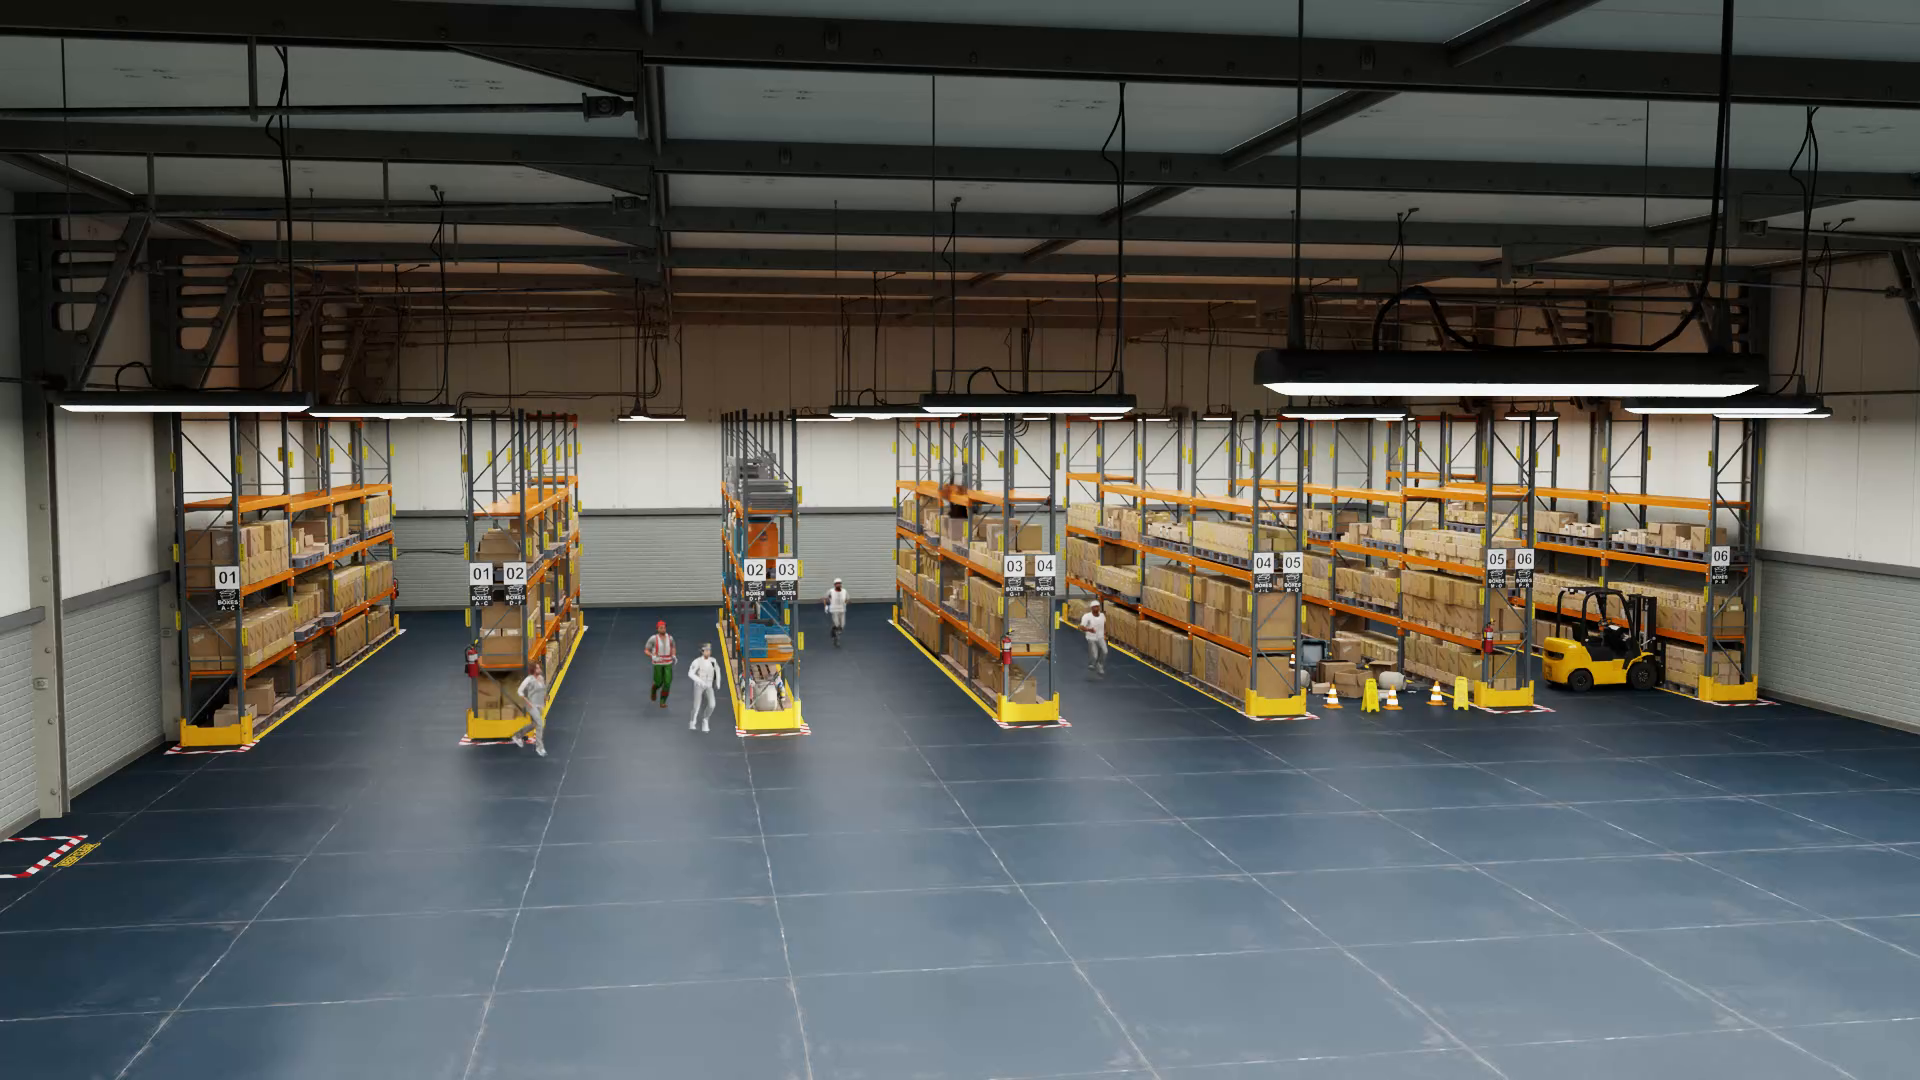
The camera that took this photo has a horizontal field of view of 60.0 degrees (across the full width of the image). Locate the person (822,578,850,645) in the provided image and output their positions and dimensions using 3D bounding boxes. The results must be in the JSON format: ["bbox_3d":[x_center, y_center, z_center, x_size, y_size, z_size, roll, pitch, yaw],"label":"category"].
[{"bbox_3d":[-3.129,1.857,42.713,0.667,1.741,0.638,-2,4,-23],"label":"person"}]

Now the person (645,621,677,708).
[{"bbox_3d":[-6.039,2.504,33.632,0.655,1.742,0.652,-2,5,-30],"label":"person"}]

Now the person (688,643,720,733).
[{"bbox_3d":[-4.736,2.751,30.887,0.649,1.673,0.623,-2,4,-27],"label":"person"}]

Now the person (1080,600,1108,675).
[{"bbox_3d":[2.997,2.165,36.925,0.687,1.656,0.725,-1,4,-15],"label":"person"}]

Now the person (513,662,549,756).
[{"bbox_3d":[-7.442,2.917,28.858,0.769,1.620,0.543,2,4,22],"label":"person"}]
